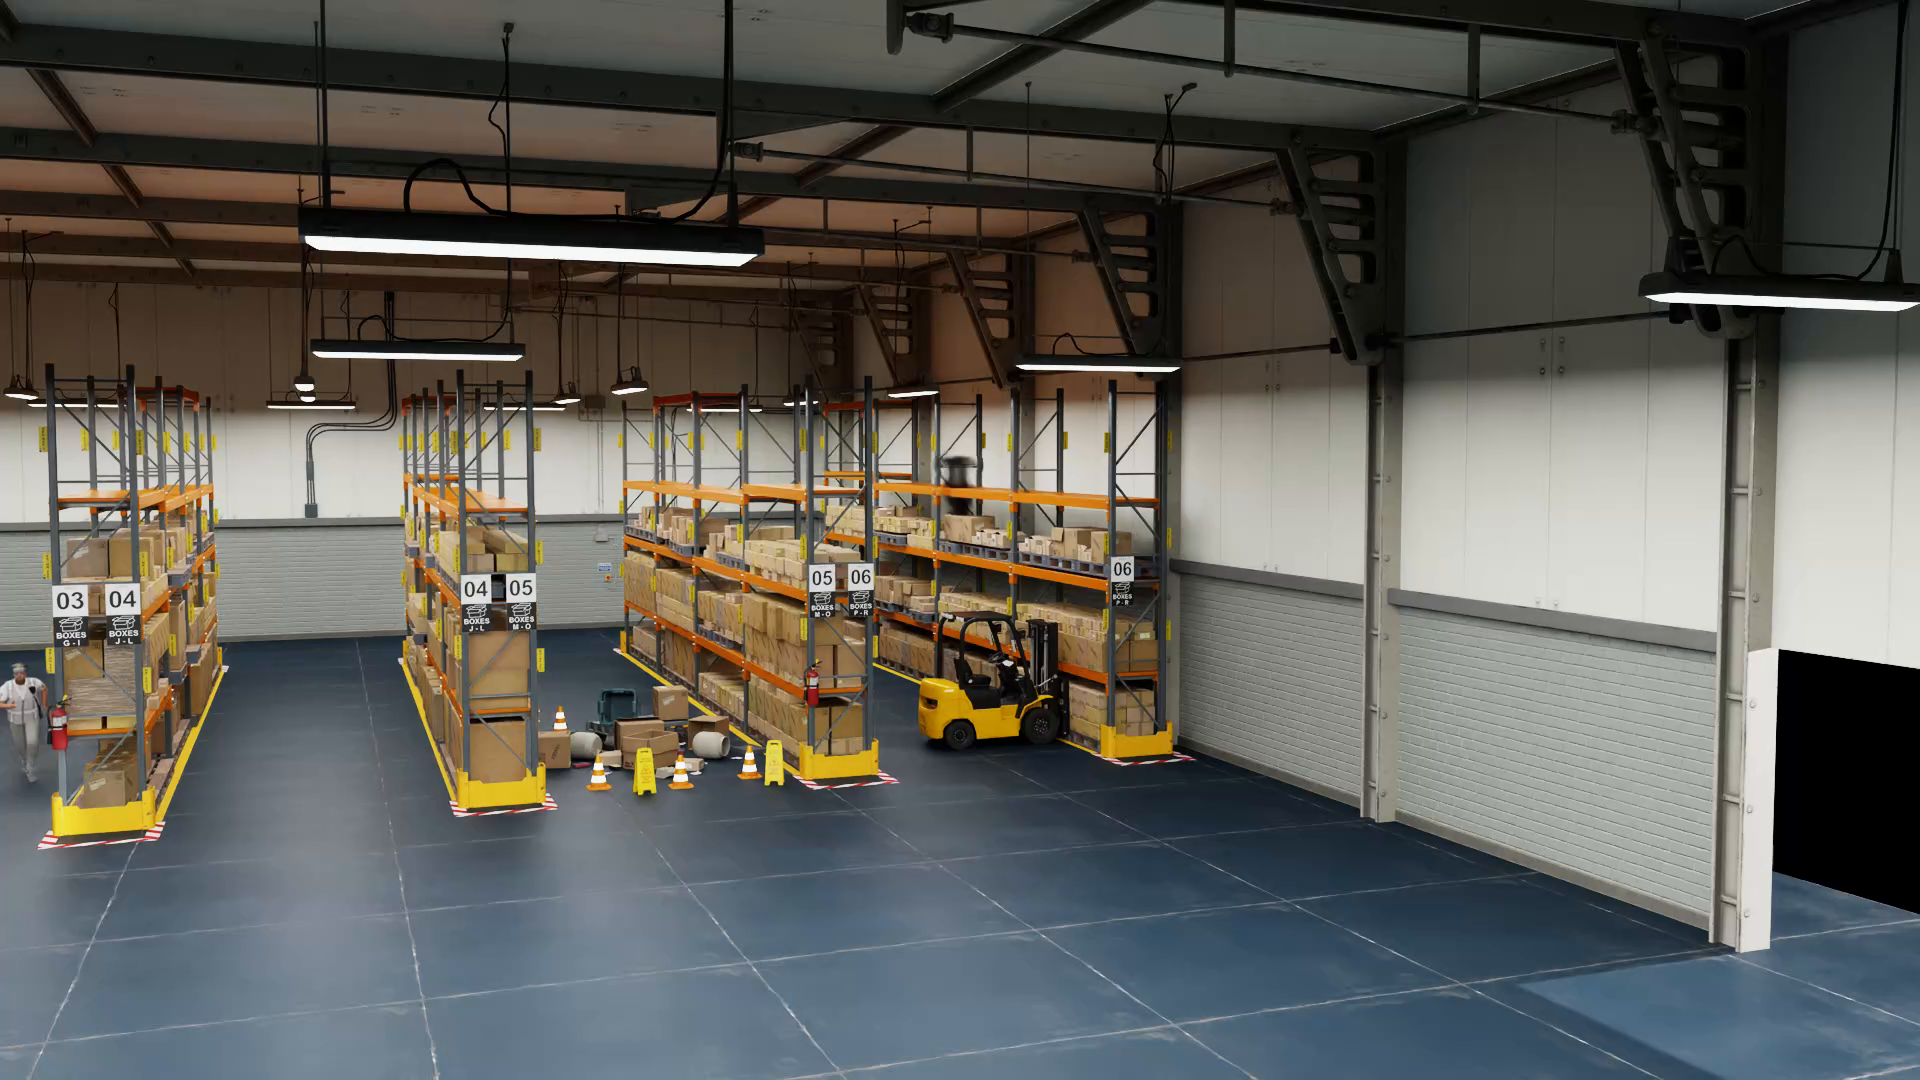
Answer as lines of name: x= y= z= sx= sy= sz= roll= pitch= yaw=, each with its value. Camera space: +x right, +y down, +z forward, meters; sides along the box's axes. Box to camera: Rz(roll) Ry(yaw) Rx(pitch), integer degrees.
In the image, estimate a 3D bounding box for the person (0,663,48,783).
person: x=-13.955 y=2.687 z=24.788 sx=0.667 sy=1.774 sz=0.992 roll=-1 pitch=4 yaw=-22
